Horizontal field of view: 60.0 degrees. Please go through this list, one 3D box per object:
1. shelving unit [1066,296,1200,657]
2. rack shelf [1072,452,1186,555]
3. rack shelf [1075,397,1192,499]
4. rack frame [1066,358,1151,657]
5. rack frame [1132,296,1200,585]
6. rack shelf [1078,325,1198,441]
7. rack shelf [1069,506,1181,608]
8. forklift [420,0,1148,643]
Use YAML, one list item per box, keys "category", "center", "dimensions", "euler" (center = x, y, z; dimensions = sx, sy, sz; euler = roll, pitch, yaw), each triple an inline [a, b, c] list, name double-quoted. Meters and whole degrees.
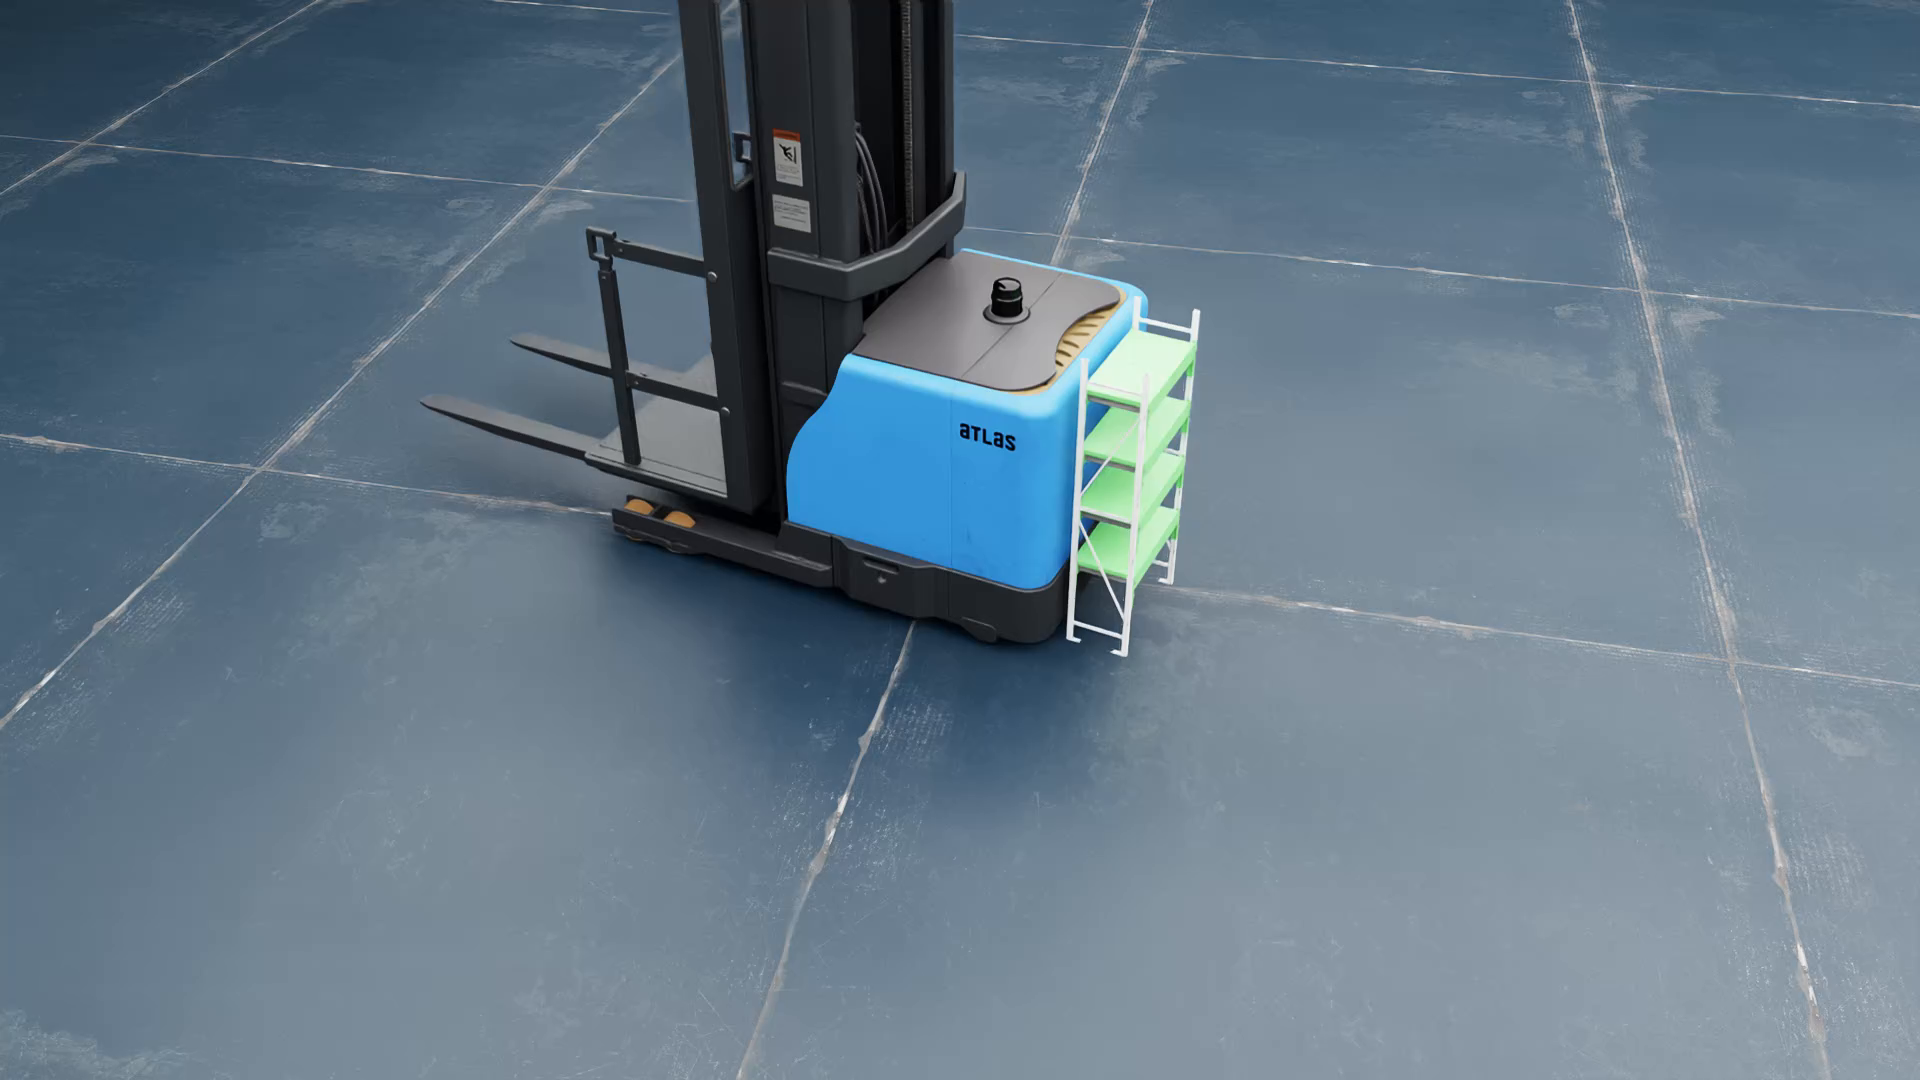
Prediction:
- category: "shelving unit"
  center: [0.619, -0.215, 6.023]
  dimensions: [0.258, 1.200, 0.503]
  euler: [16, 39, 21]
- category: "rack shelf"
  center: [0.619, -0.163, 6.061]
  dimensions: [0.258, 0.148, 0.480]
  euler: [16, 39, 21]
- category: "rack shelf"
  center: [0.620, -0.357, 5.919]
  dimensions: [0.258, 0.148, 0.480]
  euler: [16, 39, 21]
- category: "rack frame"
  center: [0.512, -0.086, 5.845]
  dimensions: [0.240, 1.200, 0.015]
  euler: [16, 39, 21]
- category: "rack frame"
  center: [0.726, -0.344, 6.201]
  dimensions: [0.240, 1.200, 0.015]
  euler: [16, 39, 21]
- category: "rack shelf"
  center: [0.621, -0.551, 5.778]
  dimensions: [0.258, 0.148, 0.480]
  euler: [16, 39, 21]
- category: "rack shelf"
  center: [0.618, 0.031, 6.202]
  dimensions: [0.258, 0.148, 0.480]
  euler: [16, 39, 21]
- category: "forklift"
  center: [-0.835, -1.394, 6.176]
  dimensions: [3.031, 2.935, 1.130]
  euler: [16, 39, 21]
